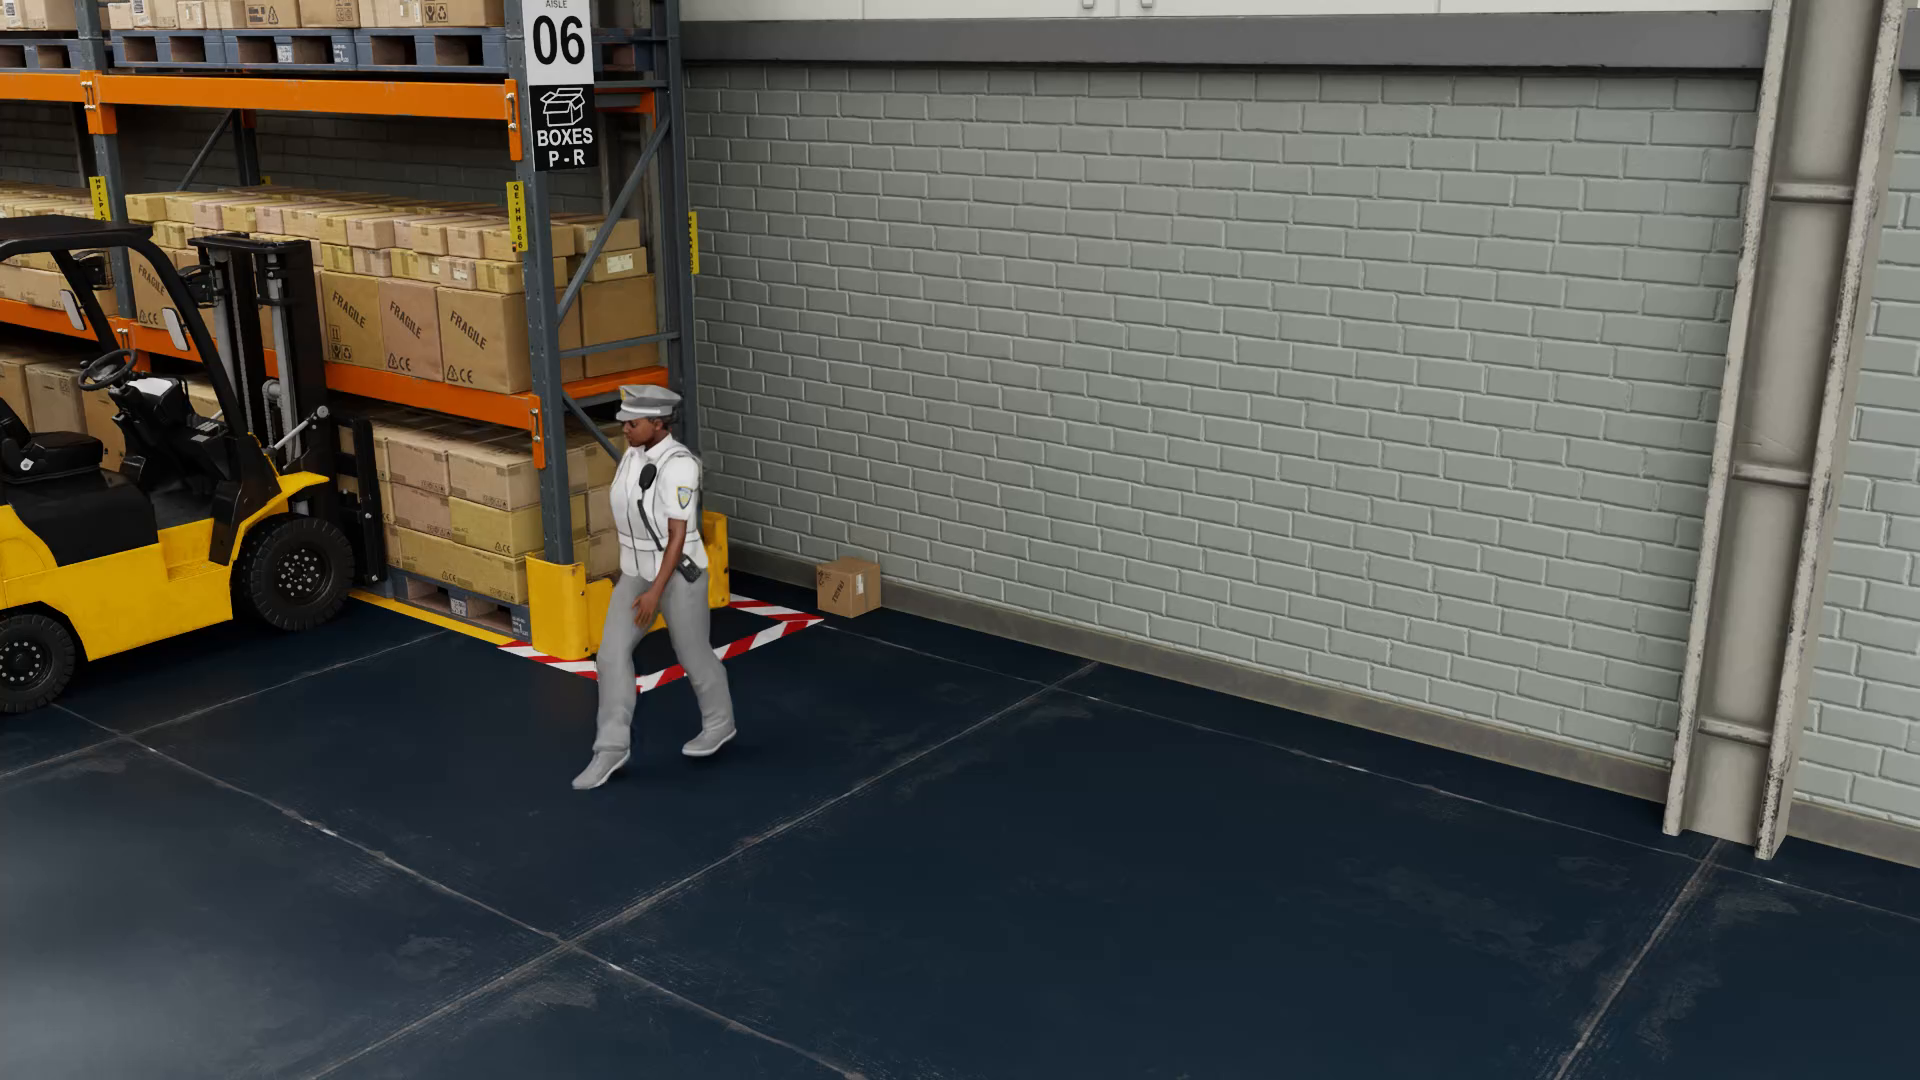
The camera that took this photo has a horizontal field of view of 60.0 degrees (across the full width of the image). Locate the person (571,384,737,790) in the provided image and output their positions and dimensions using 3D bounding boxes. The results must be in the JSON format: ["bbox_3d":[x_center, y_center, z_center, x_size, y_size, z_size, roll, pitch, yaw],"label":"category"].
[{"bbox_3d":[-1.280,0.191,6.910,0.457,1.699,0.751,14,22,39],"label":"person"}]
